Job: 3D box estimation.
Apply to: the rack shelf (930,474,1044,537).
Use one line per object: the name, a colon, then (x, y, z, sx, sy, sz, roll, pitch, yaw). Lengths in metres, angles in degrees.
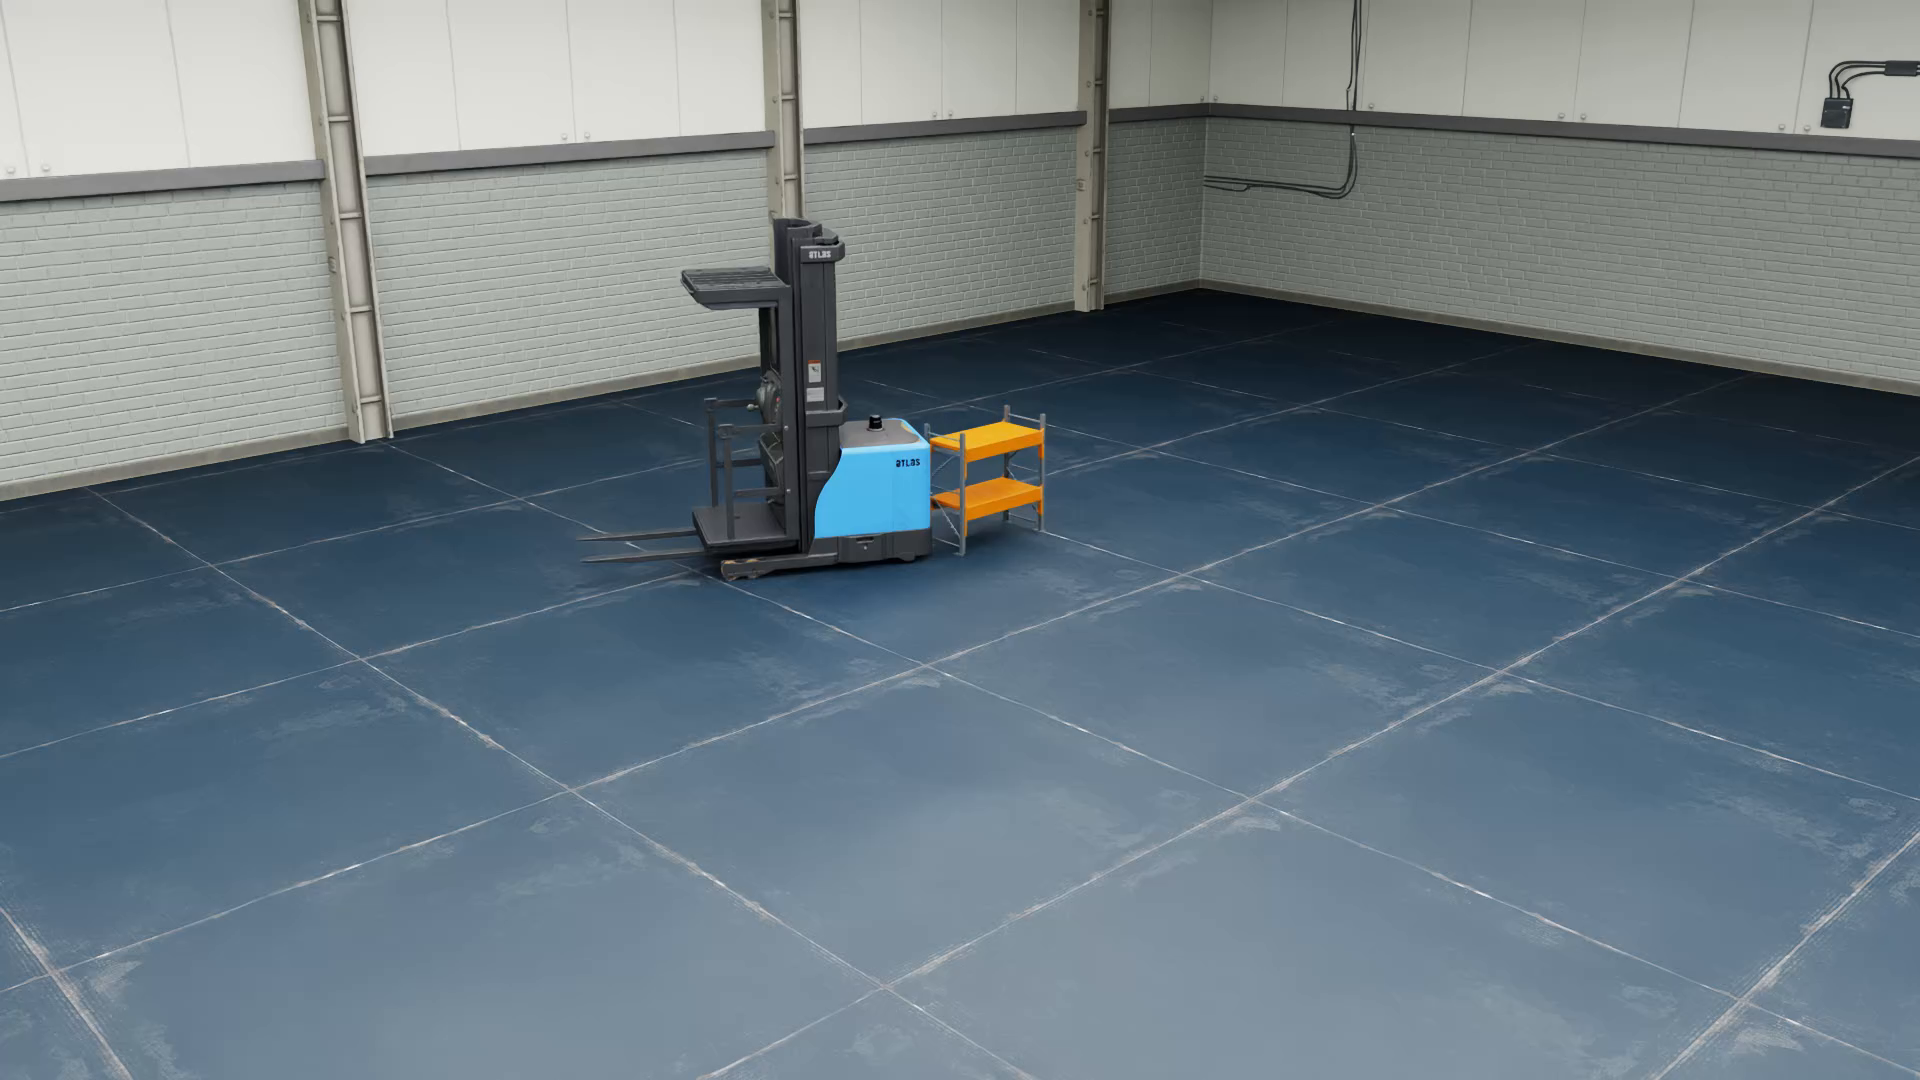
rack shelf: (0.229, -0.323, 15.216, 1.000, 0.278, 0.538, -17, 24, -41)

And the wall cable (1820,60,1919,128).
wall cable: (11.620, -7.793, 19.180, 0.169, 6.003, 2.305, -16, 24, -41)

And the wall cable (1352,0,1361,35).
wall cable: (6.968, -8.625, 24.107, 0.112, 2.526, 3.097, -16, 24, -41)

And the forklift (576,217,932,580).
forklift: (-1.821, -1.230, 14.291, 3.031, 2.935, 1.130, -5, 19, -15)

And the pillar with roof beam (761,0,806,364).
pillar with roof beam: (0.658, -5.742, 18.369, 0.400, 9.000, 9.100, -16, 24, -41)

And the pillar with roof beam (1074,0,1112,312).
pillar with roof beam: (5.017, -7.013, 22.290, 0.400, 9.000, 9.100, -16, 24, -41)

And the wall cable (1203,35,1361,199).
wall cable: (5.109, -6.829, 26.756, 0.112, 2.526, 3.097, -16, 24, -41)

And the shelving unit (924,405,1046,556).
shelving unit: (0.229, -0.556, 15.141, 1.048, 1.125, 0.538, -17, 24, -41)

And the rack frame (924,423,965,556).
rack frame: (-0.137, -0.447, 14.805, 0.032, 1.125, 0.500, -17, 24, -41)

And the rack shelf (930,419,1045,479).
rack shelf: (0.229, -0.834, 15.050, 1.000, 0.278, 0.538, -17, 24, -41)

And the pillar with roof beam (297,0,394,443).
pillar with roof beam: (-3.702, -4.470, 14.448, 0.400, 9.000, 9.100, -16, 24, -41)

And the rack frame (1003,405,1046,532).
rack frame: (0.595, -0.665, 15.476, 0.032, 1.125, 0.500, -17, 24, -41)
